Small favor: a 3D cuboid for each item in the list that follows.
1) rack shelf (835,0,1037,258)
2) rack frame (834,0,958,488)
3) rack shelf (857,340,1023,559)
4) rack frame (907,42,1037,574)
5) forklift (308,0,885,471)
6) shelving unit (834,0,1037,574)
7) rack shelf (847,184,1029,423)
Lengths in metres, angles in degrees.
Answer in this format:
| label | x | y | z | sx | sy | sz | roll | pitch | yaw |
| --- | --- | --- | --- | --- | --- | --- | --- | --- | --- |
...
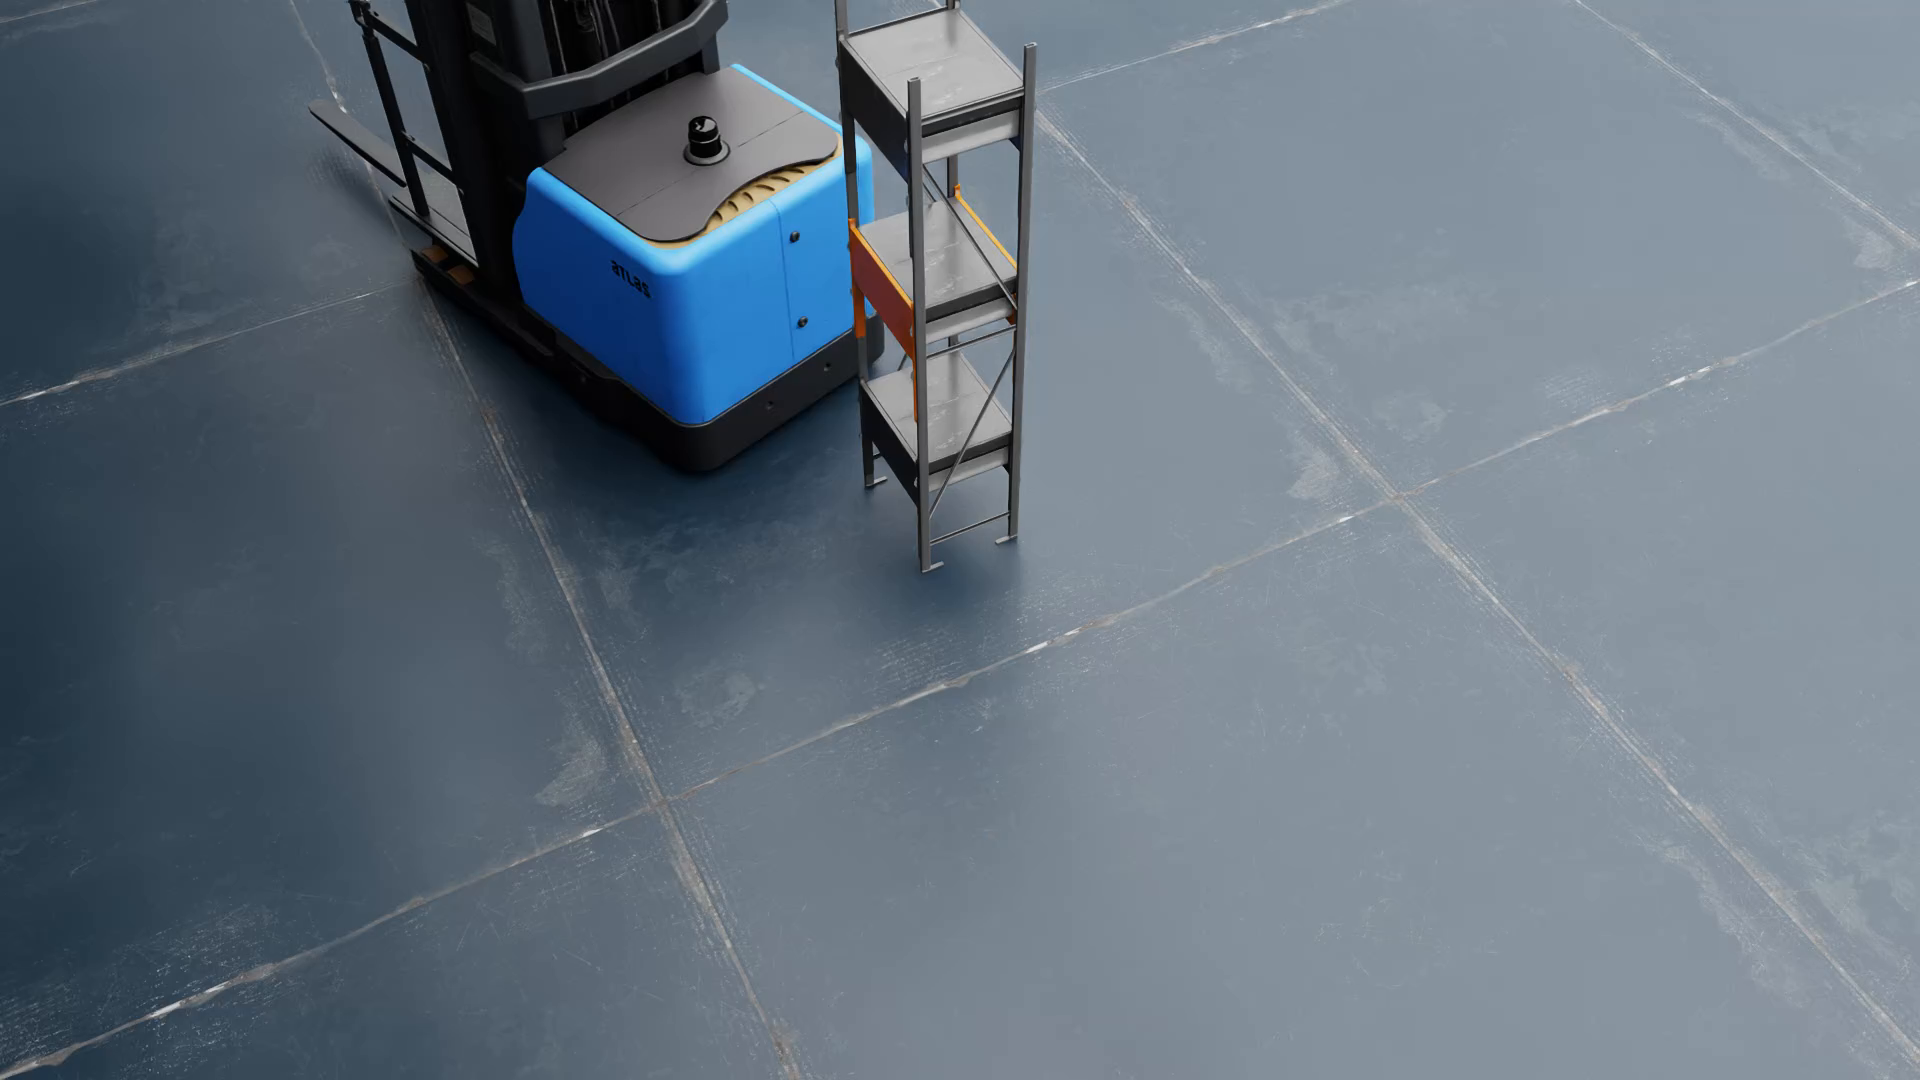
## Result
| label | x | y | z | sx | sy | sz | roll | pitch | yaw |
| --- | --- | --- | --- | --- | --- | --- | --- | --- | --- |
| rack shelf | -0.076 | -1.254 | 5.040 | 0.431 | 0.518 | 0.480 | -21 | 52 | -18 |
| rack frame | -0.187 | -0.965 | 5.699 | 0.400 | 2.100 | 0.015 | -21 | 52 | -18 |
| rack shelf | -0.076 | -0.332 | 6.094 | 0.431 | 0.518 | 0.480 | -21 | 52 | -18 |
| rack frame | 0.036 | -0.639 | 5.414 | 0.400 | 2.100 | 0.015 | -21 | 52 | -18 |
| forklift | -1.715 | -2.226 | 6.249 | 3.031 | 2.935 | 1.130 | 36 | 58 | 27 |
| shelving unit | -0.076 | -0.802 | 5.557 | 0.431 | 2.100 | 0.503 | -21 | 52 | -18 |
| rack shelf | -0.076 | -0.793 | 5.567 | 0.431 | 0.518 | 0.480 | -21 | 52 | -18 |
